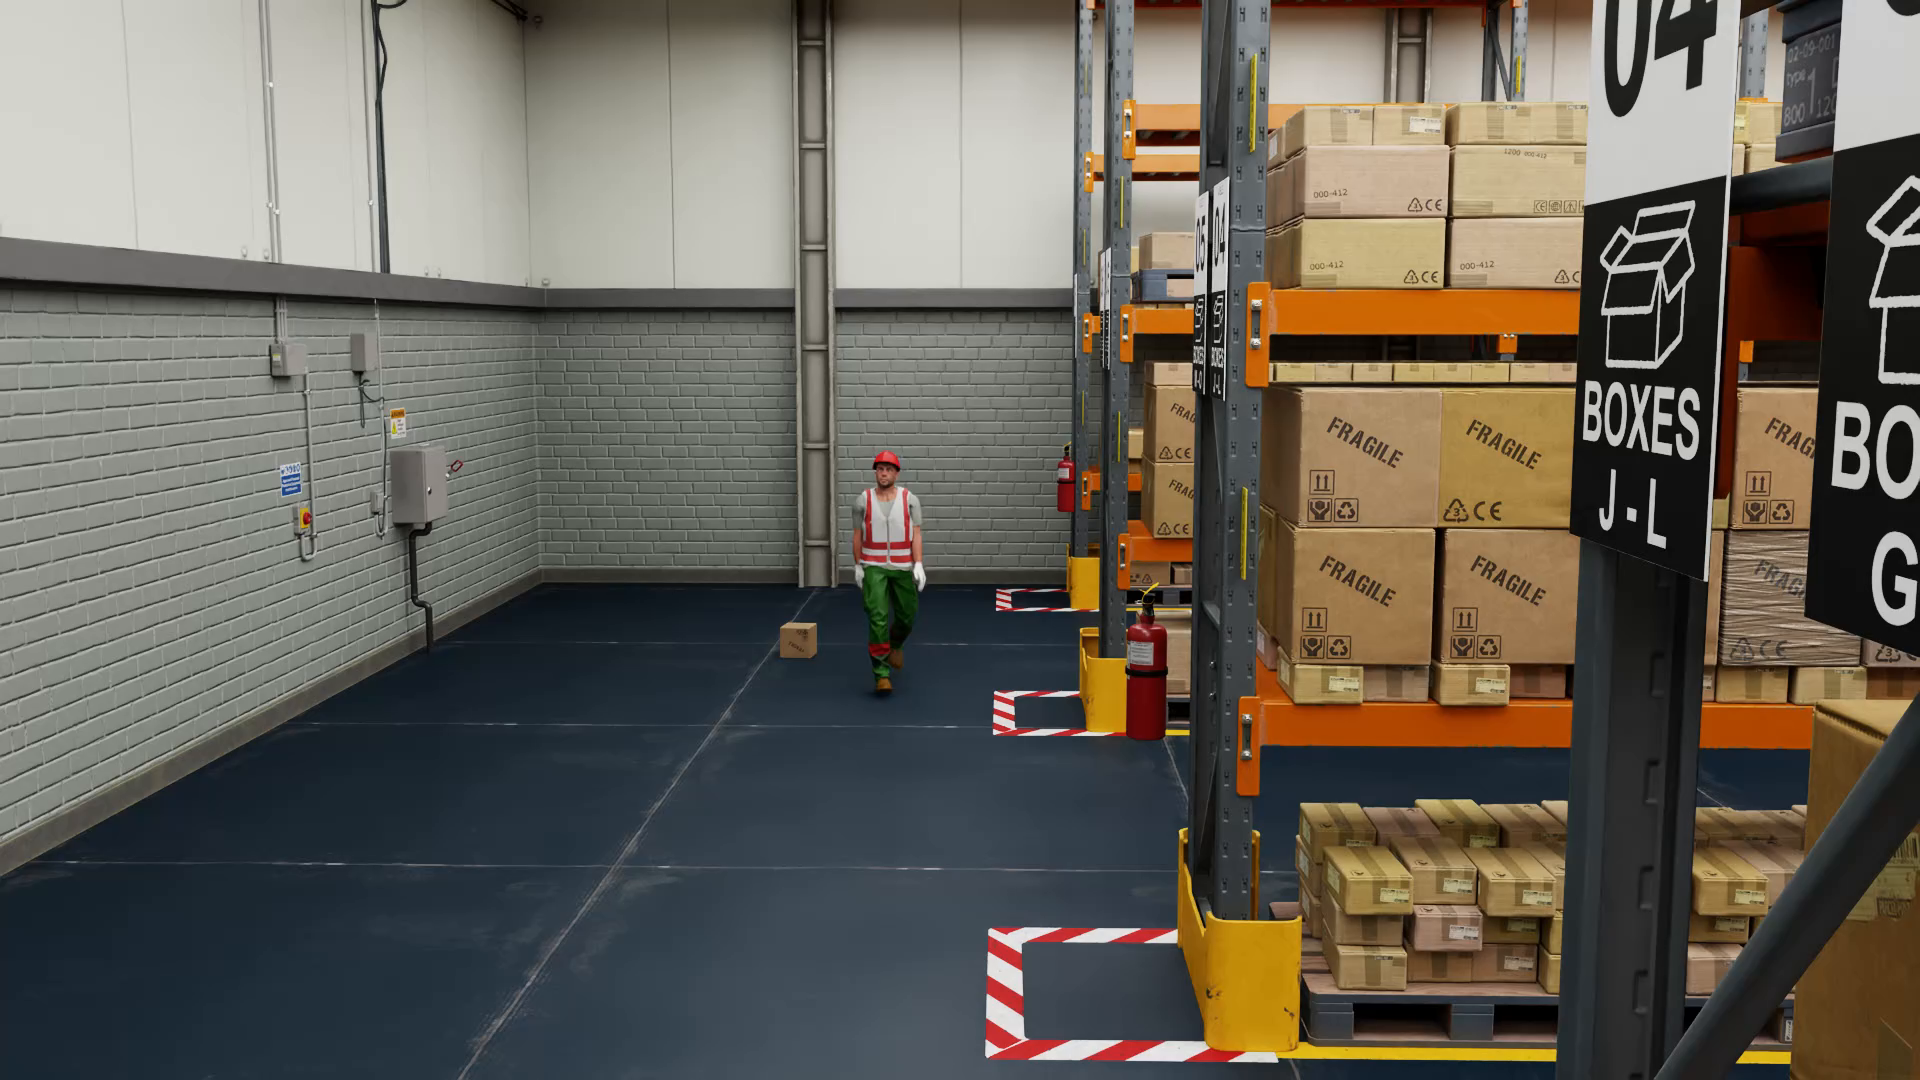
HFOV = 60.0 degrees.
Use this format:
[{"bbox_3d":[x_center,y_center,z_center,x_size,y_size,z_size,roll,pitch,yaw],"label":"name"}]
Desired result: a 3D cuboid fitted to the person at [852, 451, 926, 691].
[{"bbox_3d":[-0.536,0.210,12.444,0.531,1.760,0.900,-1,7,-9],"label":"person"}]
